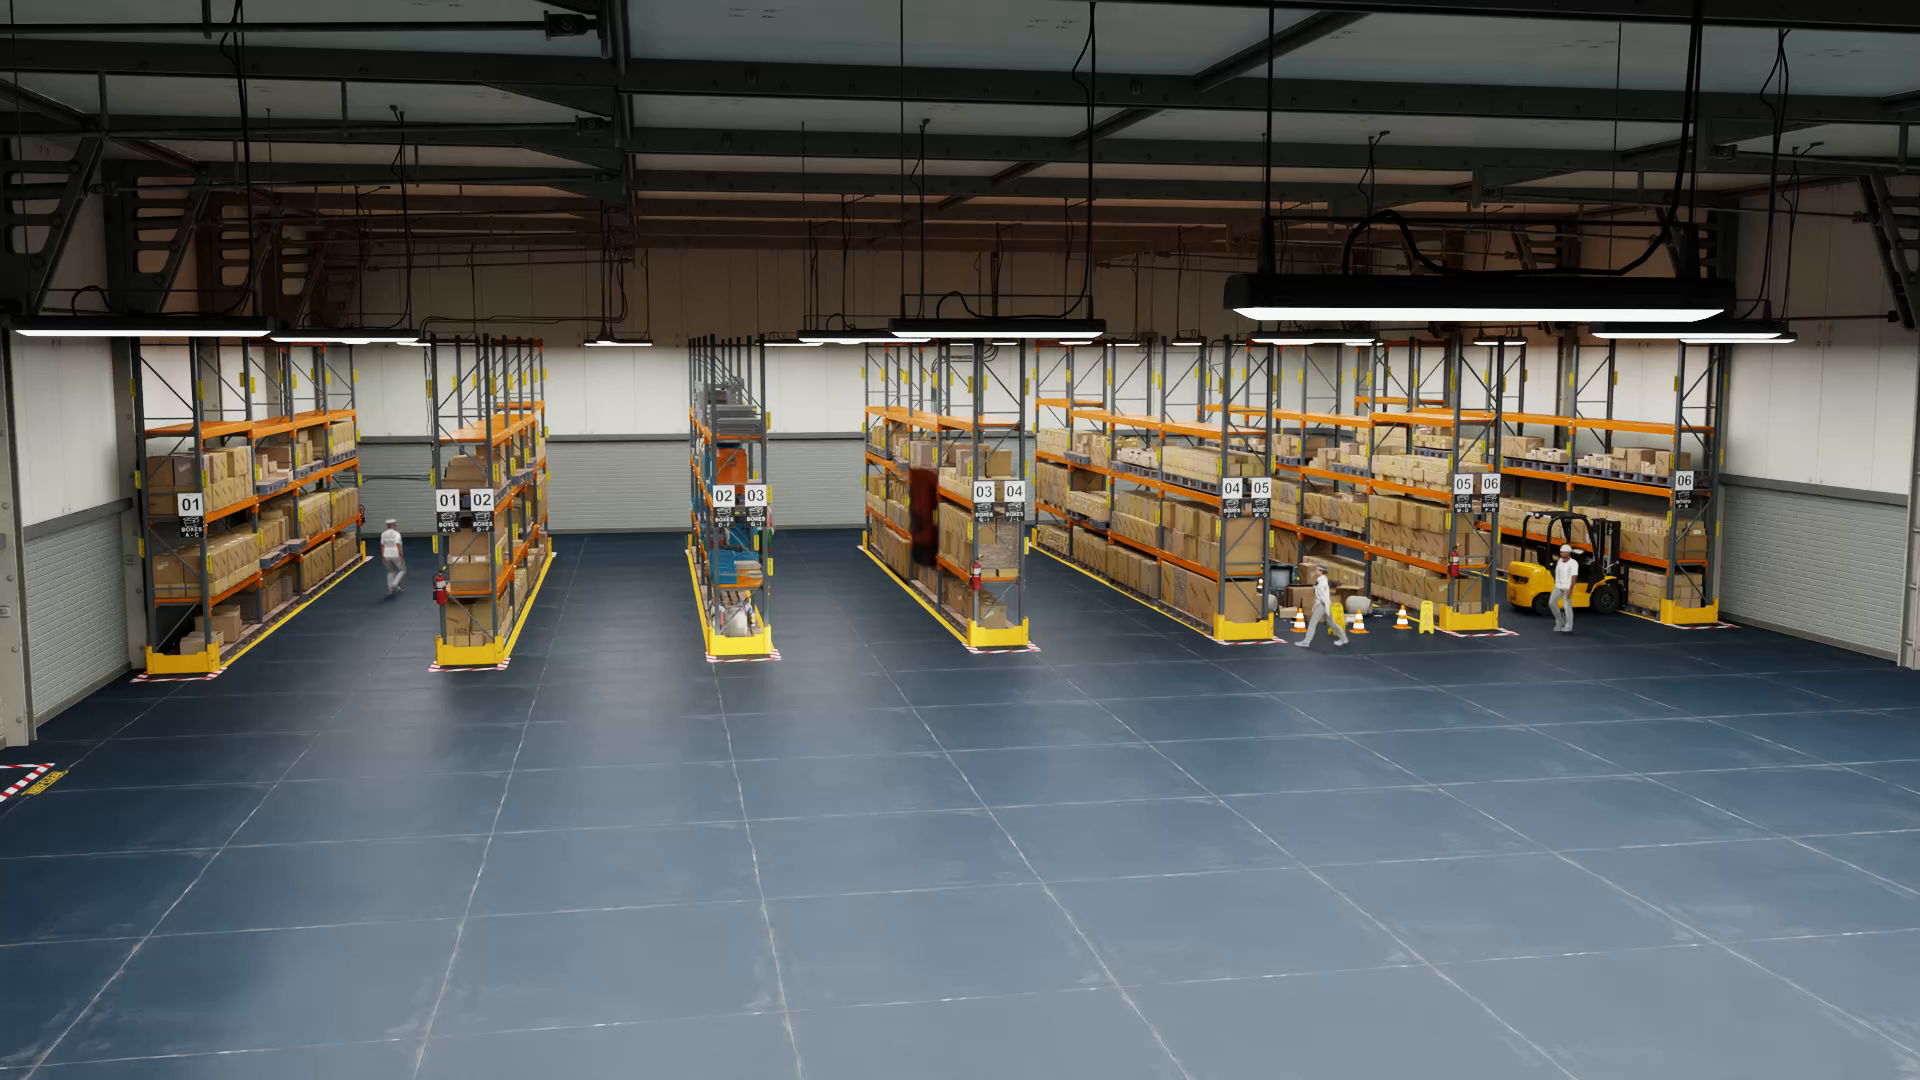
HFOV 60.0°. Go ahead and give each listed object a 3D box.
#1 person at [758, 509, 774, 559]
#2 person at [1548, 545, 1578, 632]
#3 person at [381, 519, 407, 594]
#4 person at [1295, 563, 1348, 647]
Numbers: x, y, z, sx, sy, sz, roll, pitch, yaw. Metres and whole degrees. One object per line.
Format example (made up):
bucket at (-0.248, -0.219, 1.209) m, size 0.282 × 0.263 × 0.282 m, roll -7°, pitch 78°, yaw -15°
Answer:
person at (-5.285, -0.284, 44.825) m, size 0.589 × 1.731 × 1.098 m, roll -2°, pitch 7°, yaw -14°
person at (12.220, 0.996, 33.627) m, size 0.489 × 1.799 × 0.580 m, roll -5°, pitch 8°, yaw -35°
person at (-13.265, 0.403, 38.847) m, size 0.585 × 1.751 × 0.536 m, roll 1°, pitch 7°, yaw 13°
person at (6.963, 1.250, 31.942) m, size 1.043 × 1.621 × 0.496 m, roll 1°, pitch 7°, yaw 5°
